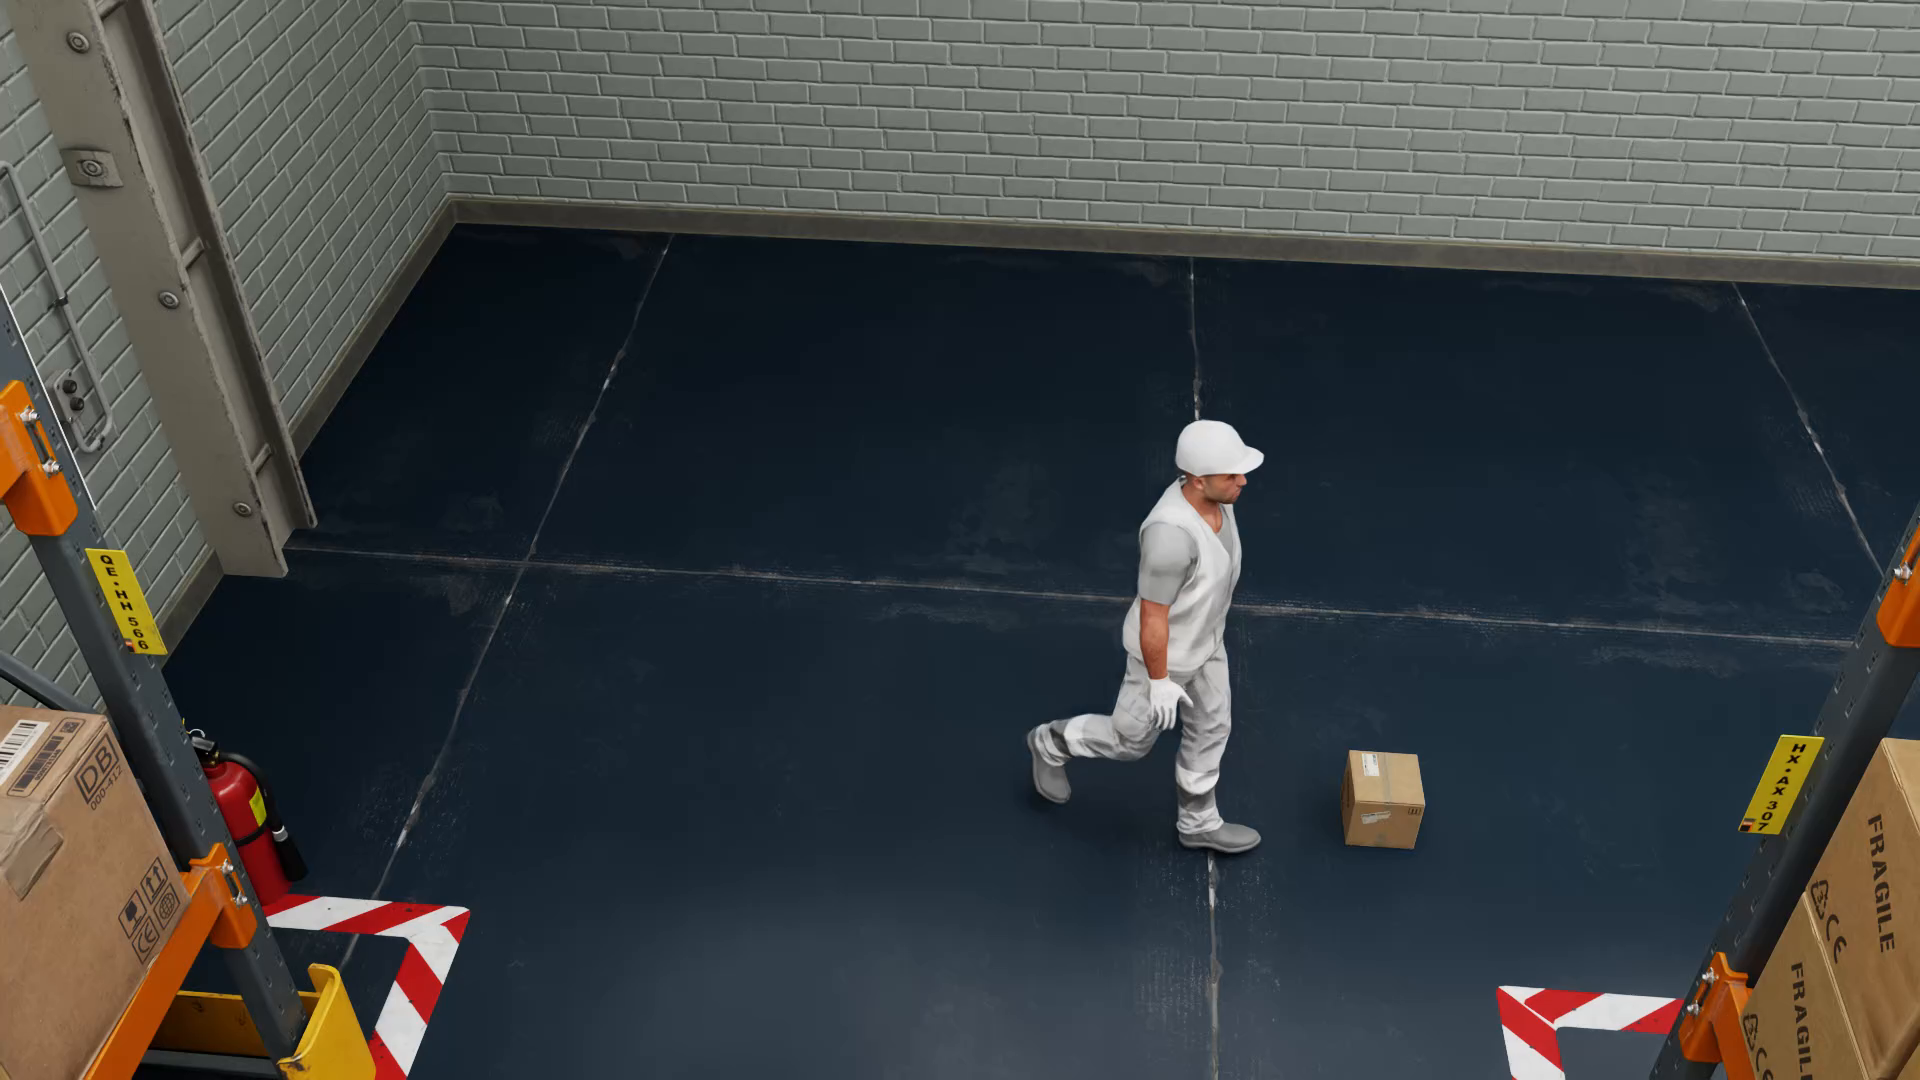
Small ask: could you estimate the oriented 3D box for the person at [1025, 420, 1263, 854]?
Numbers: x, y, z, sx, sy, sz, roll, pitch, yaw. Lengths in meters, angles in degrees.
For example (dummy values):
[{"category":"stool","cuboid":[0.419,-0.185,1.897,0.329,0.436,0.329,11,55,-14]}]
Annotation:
[{"category":"person","cuboid":[0.689,0.340,5.736,0.919,1.767,0.620,21,44,23]}]
